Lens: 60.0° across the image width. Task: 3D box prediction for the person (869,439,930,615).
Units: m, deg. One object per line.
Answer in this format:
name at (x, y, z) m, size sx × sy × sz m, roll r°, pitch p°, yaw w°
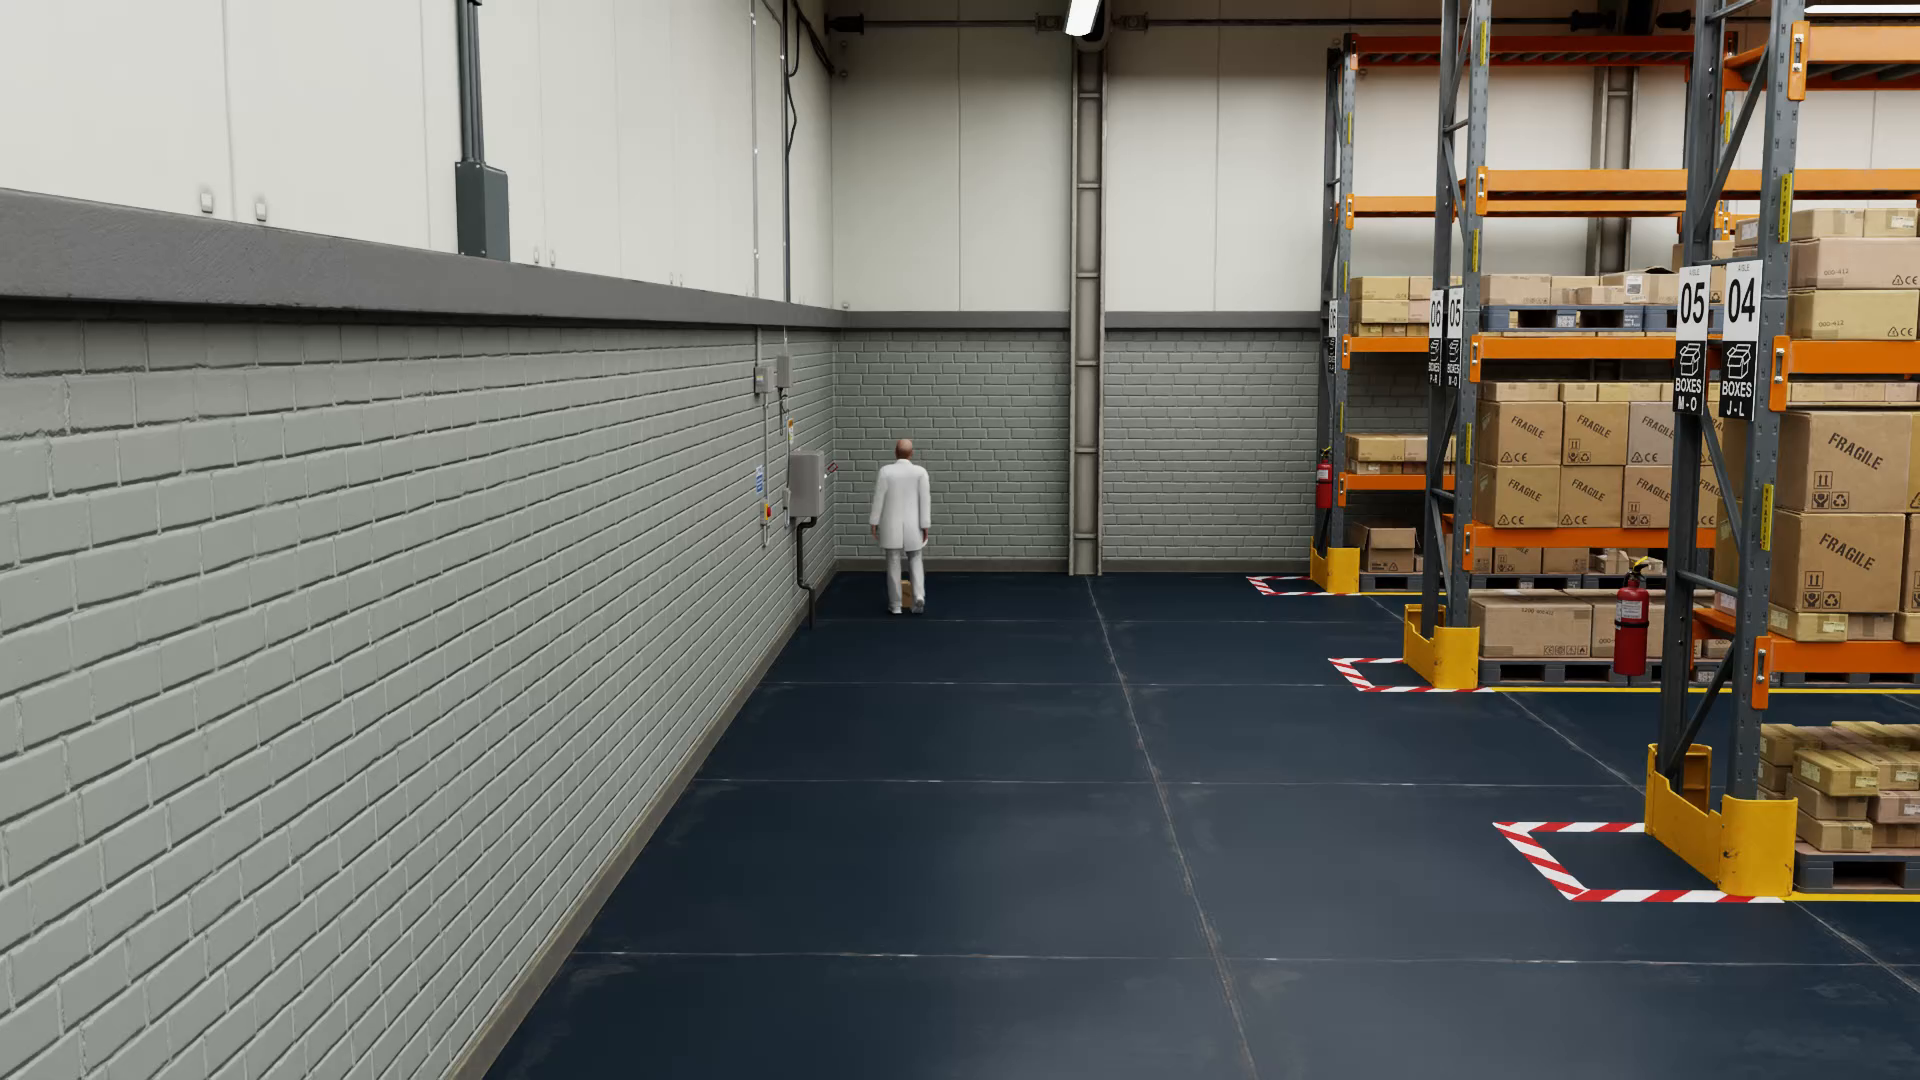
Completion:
person at (-0.623, -0.145, 16.981) m, size 0.617 × 1.795 × 0.604 m, roll 0°, pitch 7°, yaw -3°
